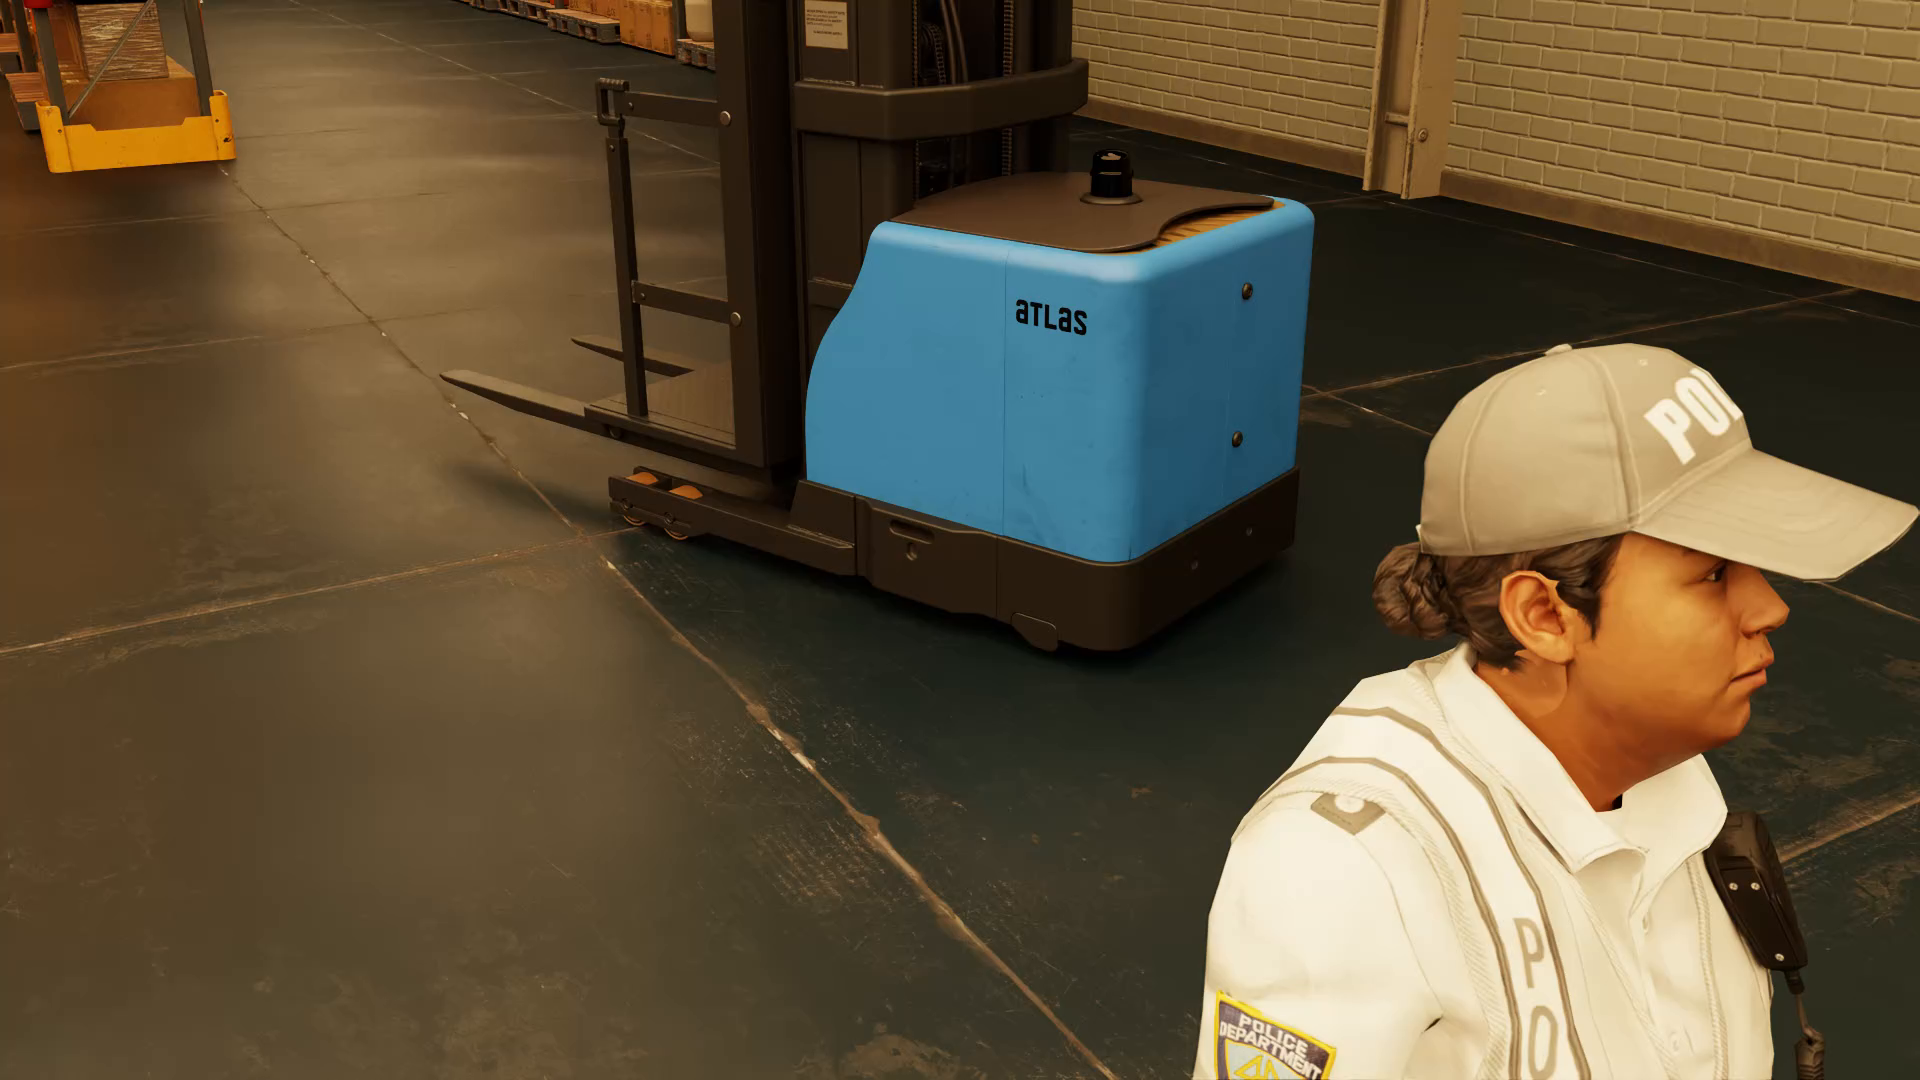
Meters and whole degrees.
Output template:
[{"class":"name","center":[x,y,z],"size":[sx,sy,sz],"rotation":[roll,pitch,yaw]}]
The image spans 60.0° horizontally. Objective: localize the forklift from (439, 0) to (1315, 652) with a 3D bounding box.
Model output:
[{"class":"forklift","center":[-0.481,-1.497,4.922],"size":[3.031,2.935,1.130],"rotation":[16,27,34]}]

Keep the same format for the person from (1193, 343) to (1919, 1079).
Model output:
[{"class":"person","center":[0.433,0.702,1.208],"size":[0.598,1.670,0.529],"rotation":[-19,29,-39]}]
